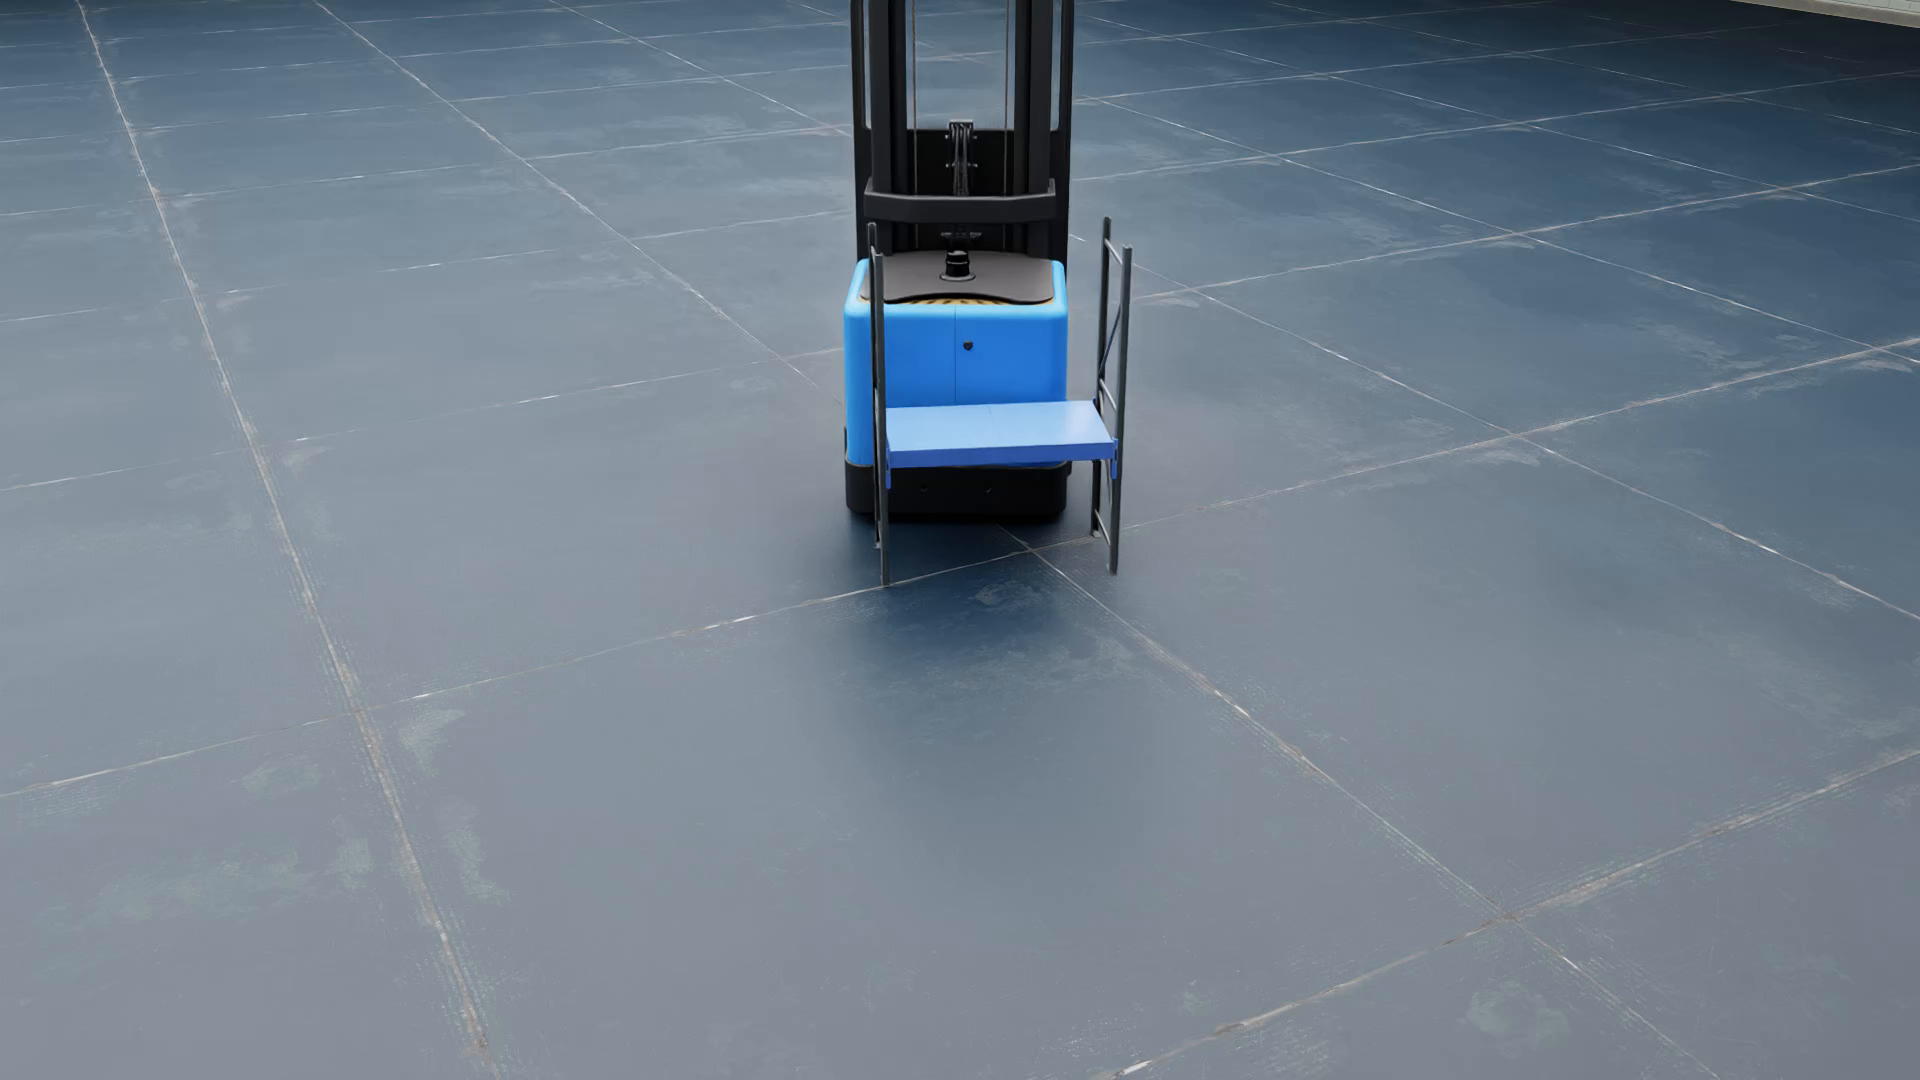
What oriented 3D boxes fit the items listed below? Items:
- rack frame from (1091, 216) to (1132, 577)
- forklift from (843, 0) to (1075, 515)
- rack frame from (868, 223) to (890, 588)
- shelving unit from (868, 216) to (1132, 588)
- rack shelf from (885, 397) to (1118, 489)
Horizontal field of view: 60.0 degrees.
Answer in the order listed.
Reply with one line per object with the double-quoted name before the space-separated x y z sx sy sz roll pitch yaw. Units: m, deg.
"rack frame" 0.659 -0.620 7.308 0.032 1.500 0.500 -3 26 -6
"forklift" 0.018 -2.034 8.601 1.130 2.935 3.031 1 26 1
"rack frame" -0.352 -0.572 7.209 0.032 1.500 0.500 -3 26 -6
"shelving unit" 0.154 -0.596 7.259 1.048 1.500 0.538 -3 26 -6
"rack shelf" 0.154 -0.434 7.337 1.000 0.185 0.538 -3 26 -6
